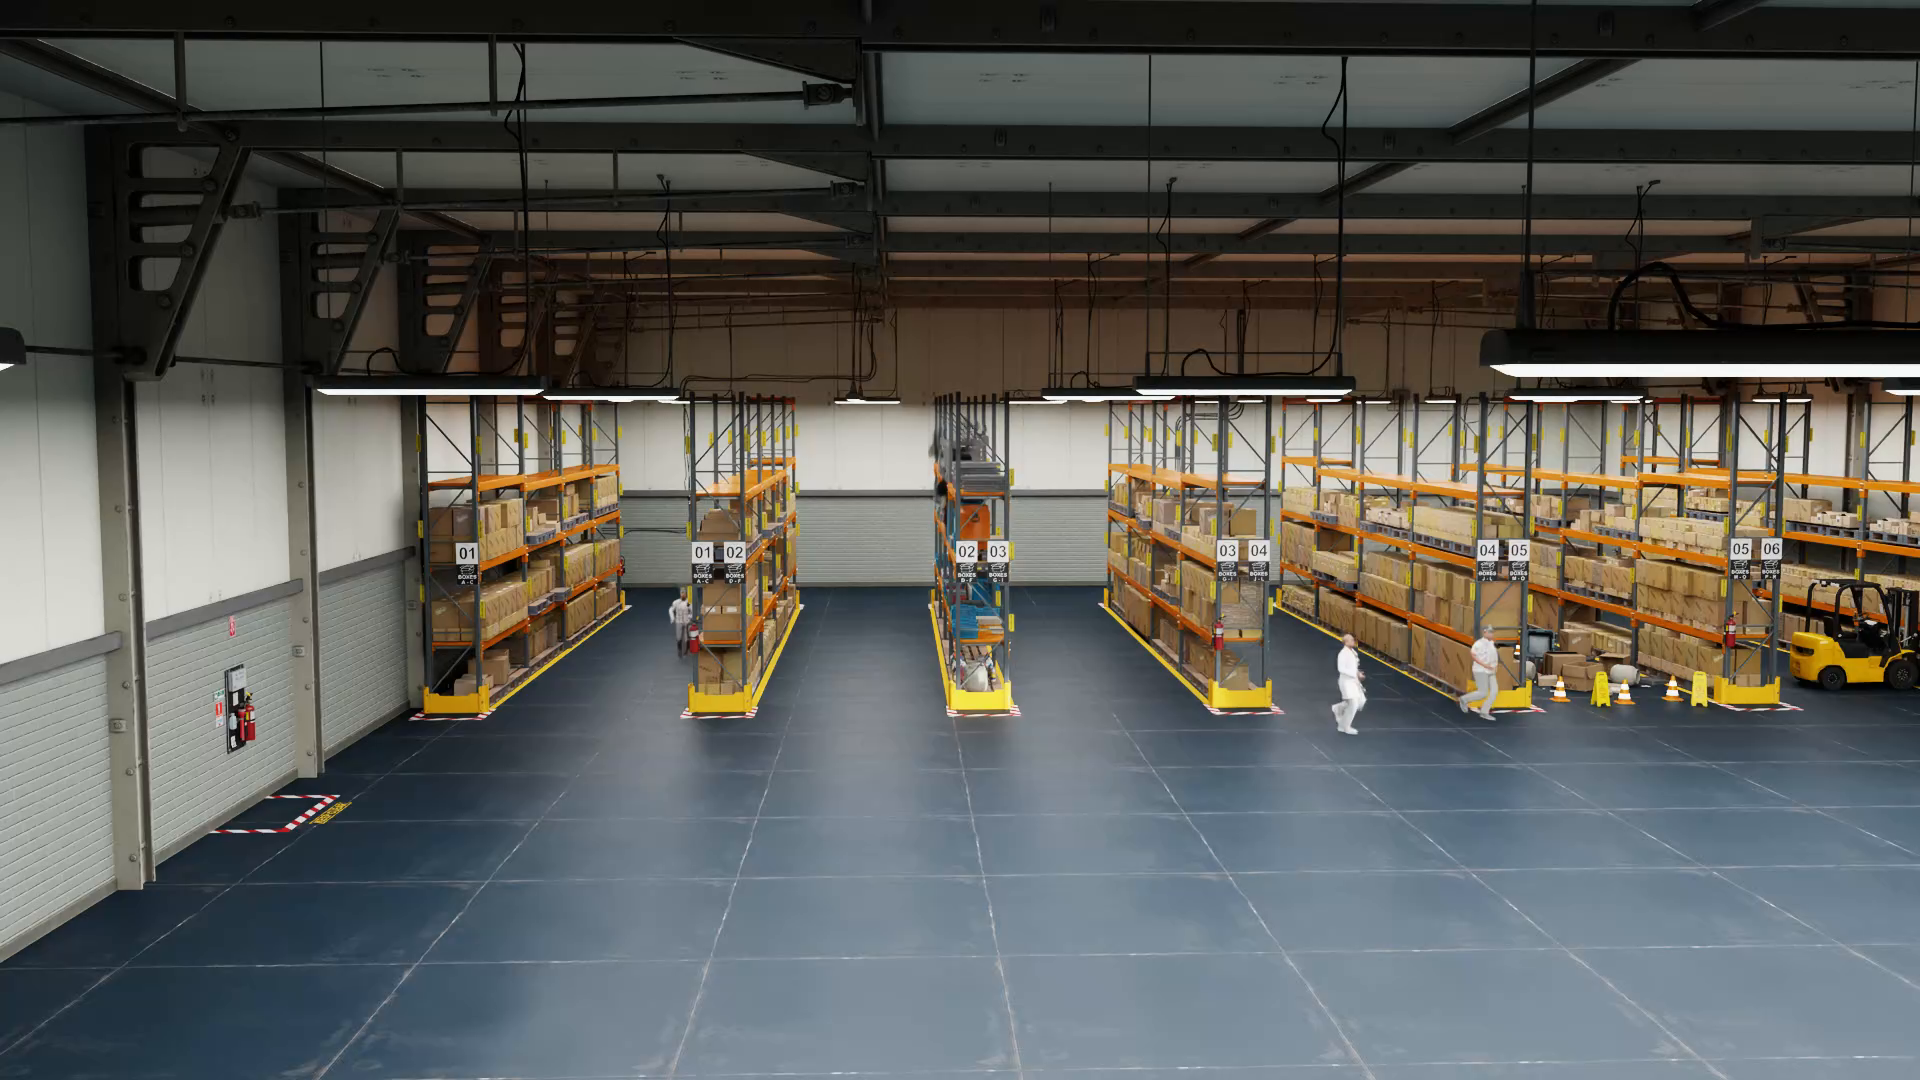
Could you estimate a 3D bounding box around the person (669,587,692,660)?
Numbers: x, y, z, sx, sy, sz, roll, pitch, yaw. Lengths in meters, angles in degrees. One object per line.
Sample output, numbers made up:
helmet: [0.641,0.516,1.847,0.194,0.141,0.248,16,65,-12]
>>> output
person: [-6.246,1.889,37.491,0.607,1.650,0.559,-1,5,-10]

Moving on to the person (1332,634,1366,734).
person: [6.832,2.524,29.202,0.647,1.736,0.754,3,5,30]

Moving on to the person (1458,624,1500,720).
person: [9.619,2.413,30.630,0.682,1.751,0.698,-4,6,-41]

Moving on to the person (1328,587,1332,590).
person: [11.243,0.956,49.198,0.850,1.689,0.550,0,5,3]
